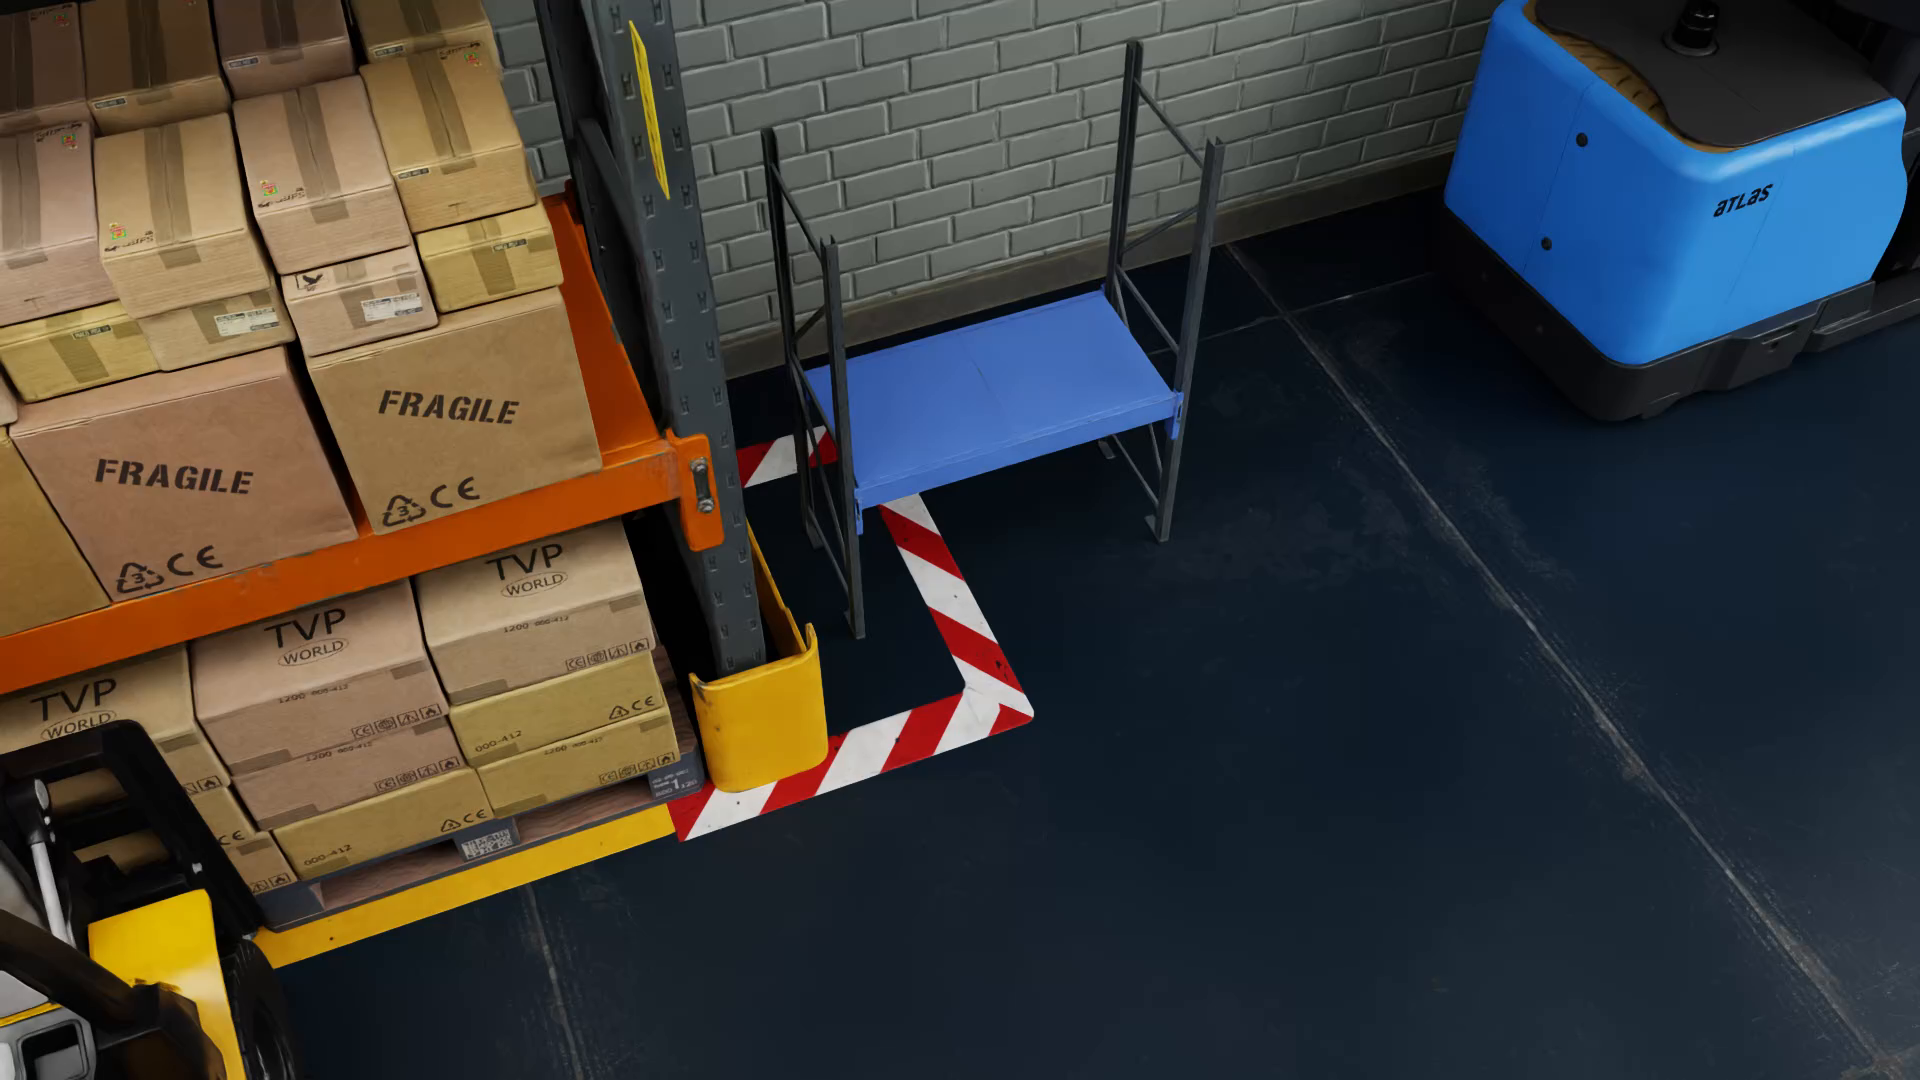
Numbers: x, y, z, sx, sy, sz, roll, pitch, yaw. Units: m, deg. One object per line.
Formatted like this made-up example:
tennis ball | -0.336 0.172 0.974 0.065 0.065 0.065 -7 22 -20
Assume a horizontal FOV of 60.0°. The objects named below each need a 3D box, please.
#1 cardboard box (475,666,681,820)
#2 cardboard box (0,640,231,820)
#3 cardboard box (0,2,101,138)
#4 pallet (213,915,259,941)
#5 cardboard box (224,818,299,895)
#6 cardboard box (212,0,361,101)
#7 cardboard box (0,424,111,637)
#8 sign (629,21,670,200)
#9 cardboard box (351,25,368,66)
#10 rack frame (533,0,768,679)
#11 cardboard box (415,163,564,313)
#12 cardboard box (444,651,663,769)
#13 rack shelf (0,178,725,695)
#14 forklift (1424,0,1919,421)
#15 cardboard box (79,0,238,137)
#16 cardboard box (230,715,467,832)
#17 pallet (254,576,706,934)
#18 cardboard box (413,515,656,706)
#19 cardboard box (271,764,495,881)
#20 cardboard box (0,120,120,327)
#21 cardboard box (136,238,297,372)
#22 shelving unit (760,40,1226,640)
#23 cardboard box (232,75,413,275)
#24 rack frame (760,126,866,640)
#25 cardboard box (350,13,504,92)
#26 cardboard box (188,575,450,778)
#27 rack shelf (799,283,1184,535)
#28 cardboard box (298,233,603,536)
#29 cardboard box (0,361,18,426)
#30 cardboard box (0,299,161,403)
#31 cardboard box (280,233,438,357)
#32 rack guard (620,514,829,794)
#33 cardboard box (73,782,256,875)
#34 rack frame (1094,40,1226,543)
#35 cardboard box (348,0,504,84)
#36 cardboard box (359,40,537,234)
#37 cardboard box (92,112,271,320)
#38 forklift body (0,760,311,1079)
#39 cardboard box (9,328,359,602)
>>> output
cardboard box | -1.071 0.408 4.458 0.500 0.250 0.500 -17 51 -14
cardboard box | -1.998 0.379 3.823 0.500 0.250 0.500 -17 51 -14
cardboard box | -1.876 -0.904 3.360 0.250 0.149 0.380 -17 51 -14
pallet | -2.576 0.797 4.426 1.213 0.211 1.003 -17 52 -14
cardboard box | -2.002 0.682 4.223 0.500 0.250 0.500 -17 51 -14
cardboard box | -1.417 -1.069 3.502 0.250 0.149 0.380 -16 51 -13
cardboard box | -2.070 -0.125 3.314 0.500 0.500 0.500 -18 52 -15
sign | -0.564 -0.777 3.020 0.005 0.325 0.100 -17 52 -14
cardboard box | -1.372 -0.921 3.570 0.250 0.149 0.380 -17 52 -14
rack frame | -0.756 -0.707 3.880 0.127 3.000 1.000 -17 52 -14
cardboard box | -0.971 -0.655 3.342 0.250 0.149 0.380 -17 51 -14
cardboard box | -1.088 0.248 4.266 0.500 0.250 0.500 -18 52 -15
rack shelf | -2.607 0.101 3.660 4.000 0.370 1.077 -17 52 -14
forklift | 3.249 -2.124 5.142 3.031 2.935 1.130 -20 52 -16
cardboard box | -1.642 -0.965 3.412 0.250 0.149 0.380 -16 51 -14
cardboard box | -1.557 0.384 4.149 0.500 0.250 0.500 -18 52 -15
pallet | -1.448 0.450 4.724 1.213 0.211 1.003 -17 52 -14
cardboard box | -1.064 0.077 4.083 0.500 0.250 0.500 -16 51 -13
cardboard box | -1.535 0.544 4.341 0.500 0.250 0.500 -17 52 -14
cardboard box | -1.715 -0.592 3.091 0.250 0.149 0.380 -17 51 -14
cardboard box | -1.460 -0.529 3.234 0.250 0.149 0.380 -16 51 -14
shelving unit | 0.079 -0.513 4.702 1.048 1.500 0.538 -17 52 -14
cardboard box | -1.224 -0.705 3.188 0.250 0.149 0.380 -17 51 -14
rack frame | -0.392 -0.367 4.577 0.032 1.500 0.500 -17 52 -14
cardboard box | -1.168 -1.036 3.669 0.250 0.149 0.380 -18 52 -15
cardboard box | -1.535 0.228 3.954 0.500 0.250 0.500 -16 51 -14
rack shelf | 0.079 -0.396 4.838 1.000 0.185 0.538 -17 52 -14
cardboard box | -1.112 -0.414 3.563 0.500 0.500 0.500 -18 52 -15
cardboard box | -1.923 -0.356 3.085 0.250 0.149 0.380 -19 52 -15
cardboard box | -1.693 -0.466 3.180 0.250 0.149 0.380 -18 52 -15
cardboard box | -1.196 -0.561 3.261 0.250 0.149 0.380 -16 51 -14
rack guard | -0.734 0.100 4.834 0.348 0.500 1.175 -17 52 -14
cardboard box | -2.027 0.547 4.009 0.500 0.250 0.500 -18 52 -15
rack frame | 0.550 -0.659 4.827 0.032 1.500 0.500 -17 52 -14
cardboard box | -1.148 -1.102 3.529 0.250 0.149 0.380 -18 52 -15
cardboard box | -1.008 -0.797 3.268 0.250 0.149 0.380 -17 51 -14
cardboard box | -1.456 -0.611 3.108 0.250 0.149 0.380 -16 51 -13
forklift body | -1.822 1.394 2.635 1.214 2.155 2.313 -17 52 -14
cardboard box | -1.596 -0.272 3.440 0.500 0.500 0.500 -16 51 -13
